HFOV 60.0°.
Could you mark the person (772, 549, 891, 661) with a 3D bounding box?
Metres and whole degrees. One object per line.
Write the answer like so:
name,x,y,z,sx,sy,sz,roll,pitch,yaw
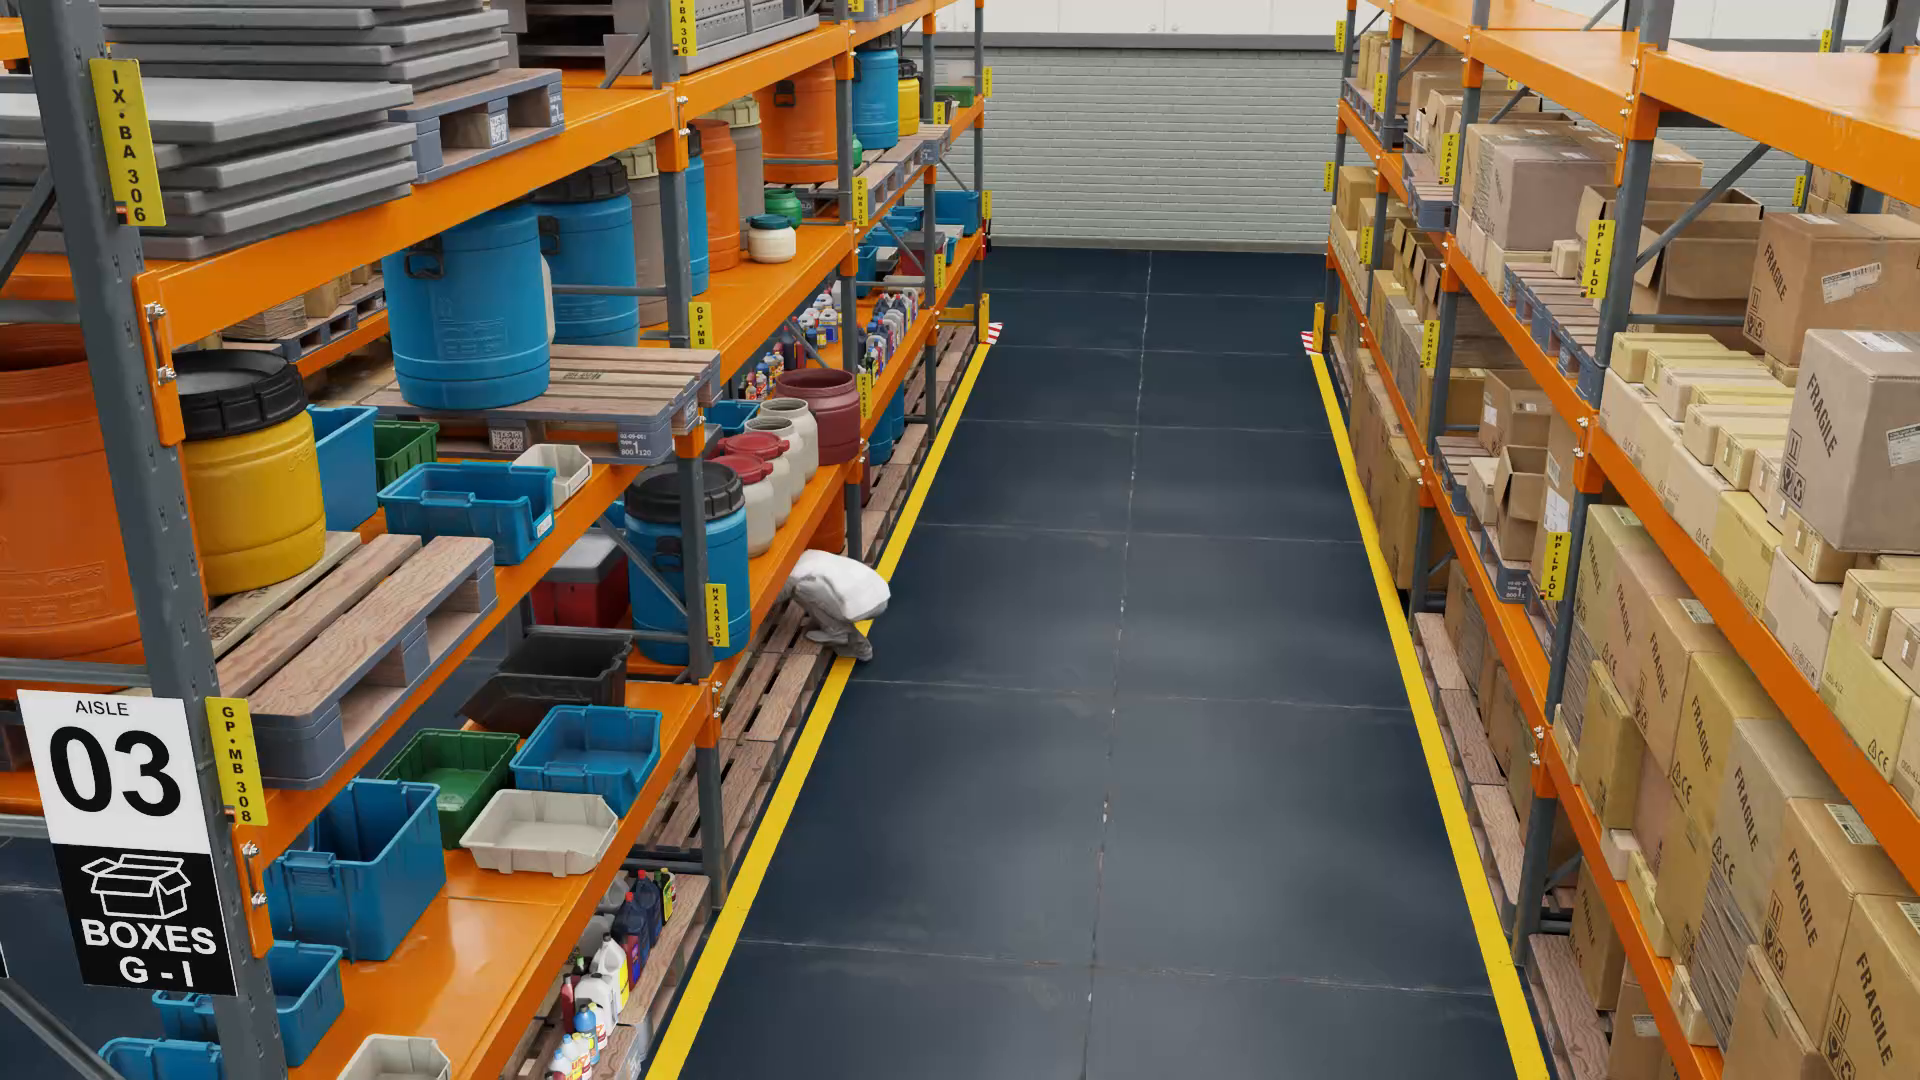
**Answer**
person,-1.065,0.427,11.297,1.200,0.806,0.495,9,23,21
